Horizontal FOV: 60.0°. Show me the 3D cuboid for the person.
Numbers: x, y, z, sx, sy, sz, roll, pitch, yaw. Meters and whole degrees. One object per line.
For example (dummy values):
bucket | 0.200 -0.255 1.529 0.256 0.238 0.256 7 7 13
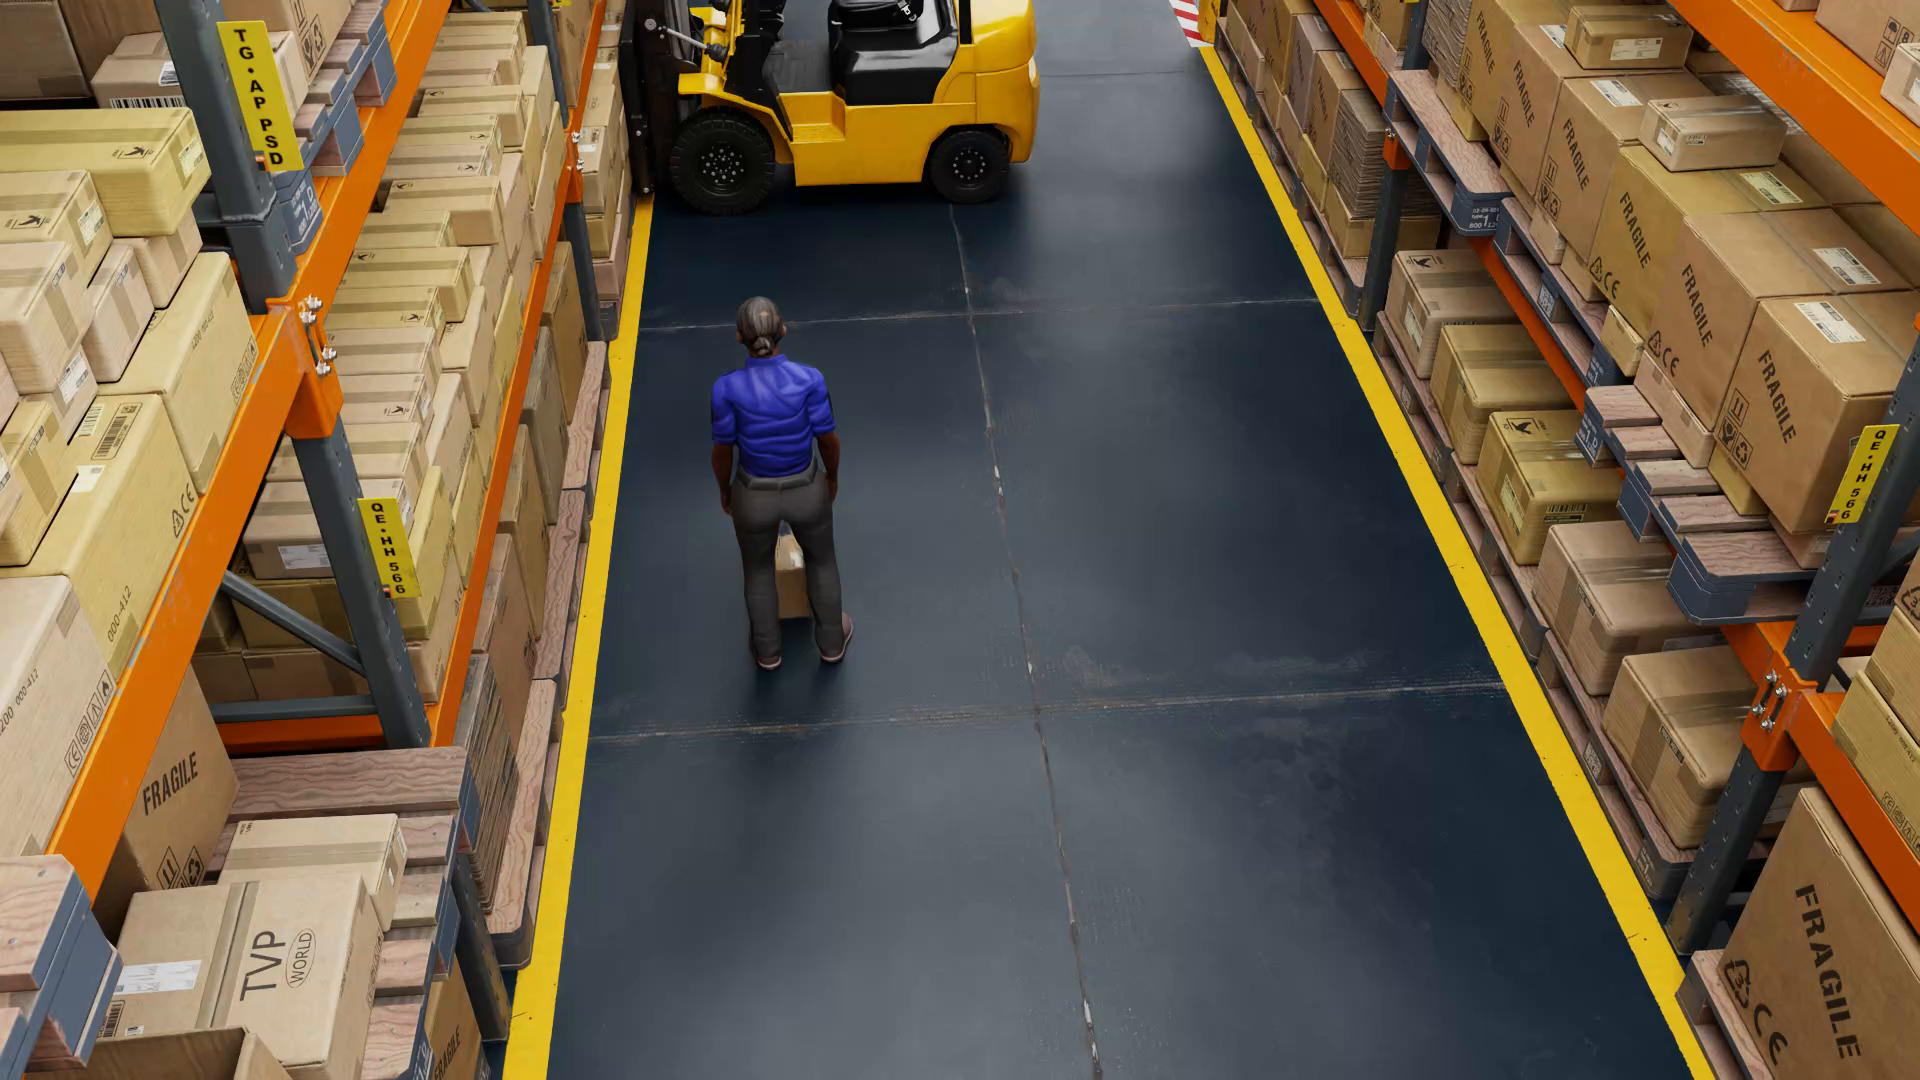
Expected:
person | -0.682 -0.185 6.384 0.501 1.654 0.346 -6 40 -7
